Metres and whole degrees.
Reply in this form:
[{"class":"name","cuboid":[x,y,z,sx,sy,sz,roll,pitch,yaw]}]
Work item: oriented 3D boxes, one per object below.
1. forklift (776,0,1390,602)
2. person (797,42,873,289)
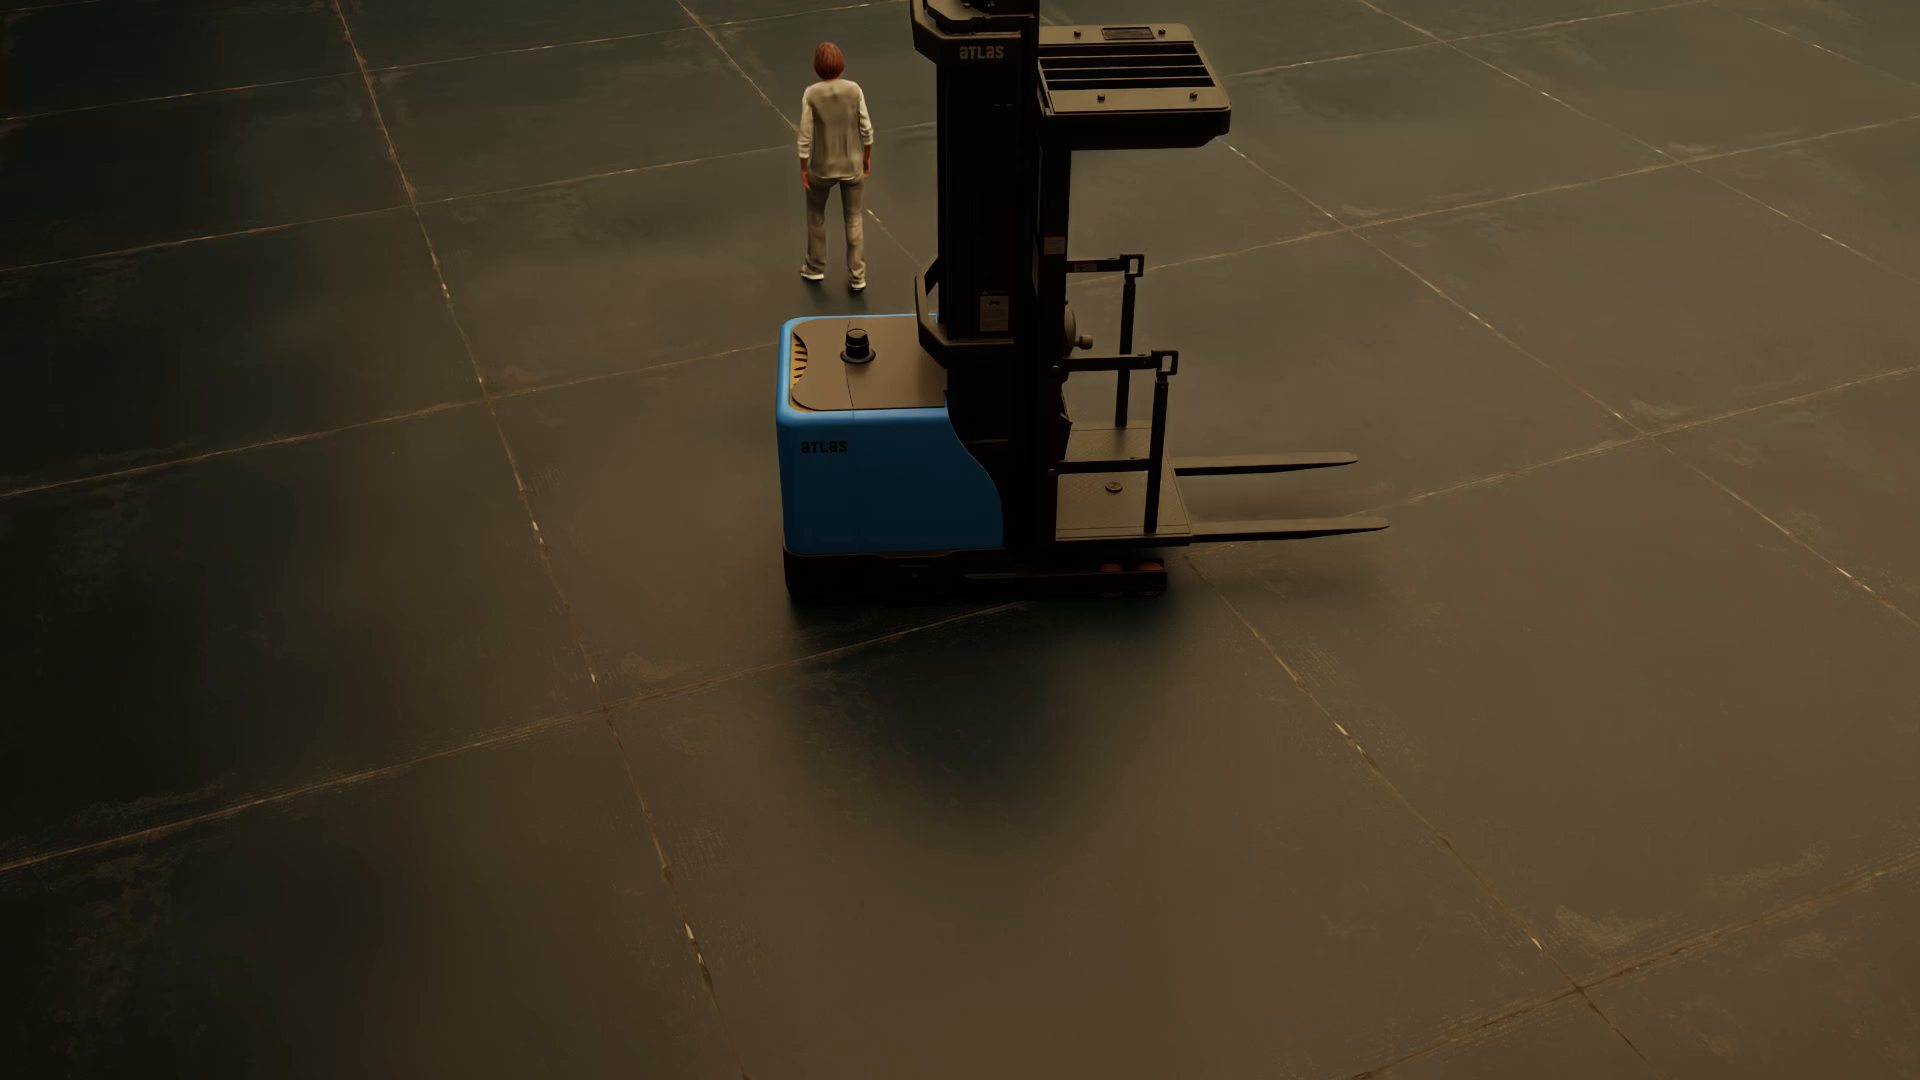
[{"class":"forklift","cuboid":[0.625,-1.218,7.811,3.031,2.935,1.130,-2,35,-3]},{"class":"person","cuboid":[-0.798,-2.375,10.623,0.489,1.611,0.447,-8,36,-11]}]
